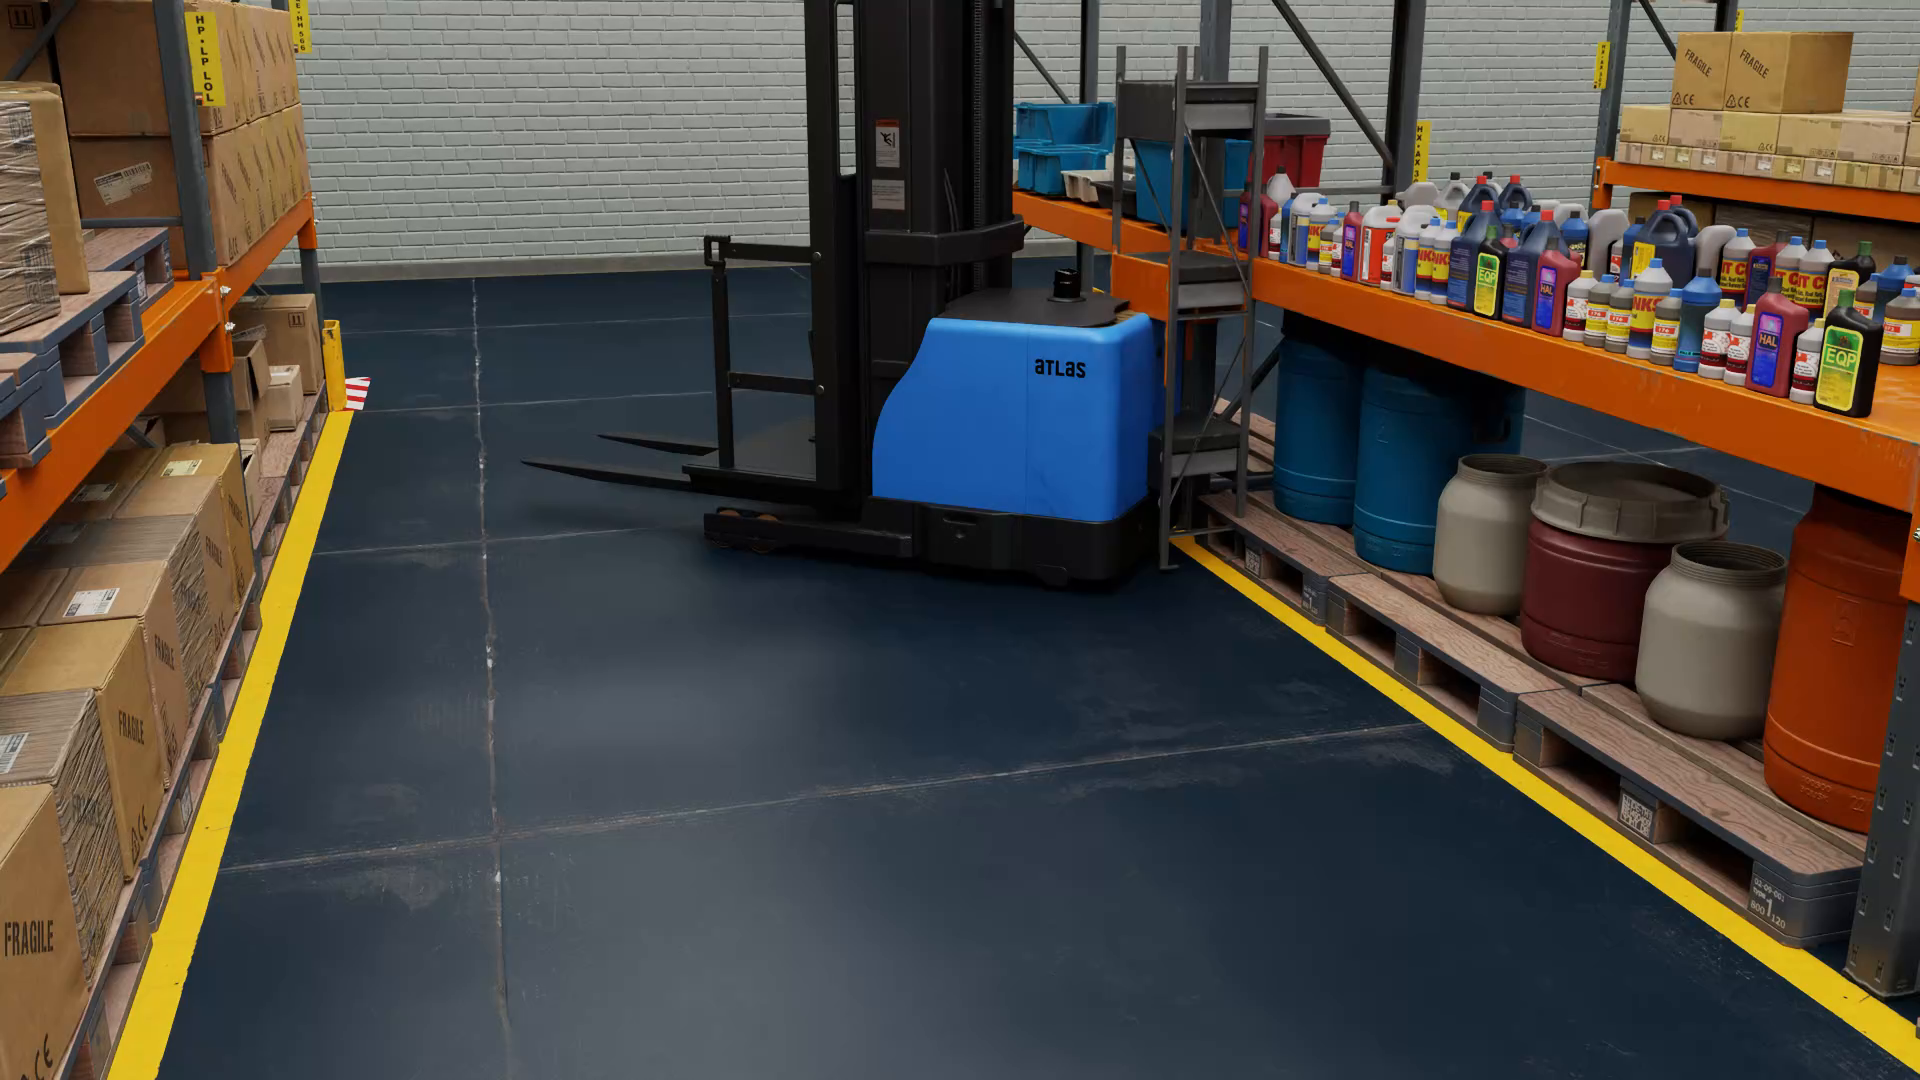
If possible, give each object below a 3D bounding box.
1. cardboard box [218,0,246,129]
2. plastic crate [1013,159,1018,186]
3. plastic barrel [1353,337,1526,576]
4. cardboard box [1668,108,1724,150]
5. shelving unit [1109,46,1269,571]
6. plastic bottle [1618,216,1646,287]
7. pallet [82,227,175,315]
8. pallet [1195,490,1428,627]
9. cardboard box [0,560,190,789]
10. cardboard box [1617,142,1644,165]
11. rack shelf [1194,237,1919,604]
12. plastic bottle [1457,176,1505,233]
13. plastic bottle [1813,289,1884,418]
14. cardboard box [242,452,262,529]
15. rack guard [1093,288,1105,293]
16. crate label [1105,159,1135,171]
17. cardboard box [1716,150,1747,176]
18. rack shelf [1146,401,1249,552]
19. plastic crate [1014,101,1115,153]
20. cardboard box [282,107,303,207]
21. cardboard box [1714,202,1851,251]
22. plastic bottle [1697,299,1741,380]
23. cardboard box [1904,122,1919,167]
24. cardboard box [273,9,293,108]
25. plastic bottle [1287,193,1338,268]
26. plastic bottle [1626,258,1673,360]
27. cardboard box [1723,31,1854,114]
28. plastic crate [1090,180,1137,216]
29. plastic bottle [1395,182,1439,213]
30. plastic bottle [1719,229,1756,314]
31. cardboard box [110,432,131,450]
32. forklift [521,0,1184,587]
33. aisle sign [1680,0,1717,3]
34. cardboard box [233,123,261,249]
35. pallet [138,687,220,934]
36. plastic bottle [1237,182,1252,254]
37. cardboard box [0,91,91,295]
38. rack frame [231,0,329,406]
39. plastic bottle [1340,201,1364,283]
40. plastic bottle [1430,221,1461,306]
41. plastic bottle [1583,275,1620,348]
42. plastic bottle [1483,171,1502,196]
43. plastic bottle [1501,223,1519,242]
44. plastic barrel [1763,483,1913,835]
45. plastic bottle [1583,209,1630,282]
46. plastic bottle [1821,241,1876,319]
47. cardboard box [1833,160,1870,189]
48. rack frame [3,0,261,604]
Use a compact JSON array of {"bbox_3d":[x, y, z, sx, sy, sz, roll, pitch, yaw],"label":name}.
[{"bbox_3d":[-3.253,-1.955,6.835,0.500,0.500,0.500,-5,18,-17],"label":"cardboard box"},{"bbox_3d":[0.359,-2.155,9.767,0.250,0.136,0.298,-5,17,-15],"label":"plastic crate"},{"bbox_3d":[1.839,-0.372,6.394,0.600,0.901,0.708,-5,17,-15],"label":"plastic barrel"},{"bbox_3d":[5.196,-2.795,11.286,0.500,0.250,0.500,-5,17,-16],"label":"cardboard box"},{"bbox_3d":[0.923,-0.967,6.940,0.431,2.100,0.503,-7,18,-22],"label":"shelving unit"},{"bbox_3d":[2.307,-0.965,5.674,0.097,0.271,0.097,0,17,0],"label":"plastic bottle"},{"bbox_3d":[-3.137,-0.811,5.273,1.003,0.211,1.213,-5,17,-15],"label":"pallet"},{"bbox_3d":[1.684,0.029,6.990,1.003,0.211,1.213,-5,17,-15],"label":"pallet"},{"bbox_3d":[-2.434,0.384,4.540,0.500,0.500,0.500,-5,18,-17],"label":"cardboard box"},{"bbox_3d":[4.955,-2.777,11.920,0.380,0.149,0.250,-4,17,-15],"label":"cardboard box"},{"bbox_3d":[2.061,-0.626,5.572,1.077,0.370,4.000,-5,17,-15],"label":"rack shelf"},{"bbox_3d":[1.991,-1.209,6.349,0.144,0.351,0.185,-5,17,-15],"label":"plastic bottle"},{"bbox_3d":[2.090,-0.439,3.904,0.061,0.283,0.133,-5,17,-15],"label":"plastic bottle"},{"bbox_3d":[-3.159,-0.189,6.777,0.500,0.311,0.500,-5,17,-15],"label":"cardboard box"},{"bbox_3d":[0.393,-1.439,11.372,1.175,0.500,0.348,-5,17,-15],"label":"rack guard"},{"bbox_3d":[0.976,-2.165,9.799,0.396,0.136,0.243,-5,17,-15],"label":"crate label"},{"bbox_3d":[5.239,-2.493,10.974,0.380,0.149,0.250,-5,17,-16],"label":"cardboard box"},{"bbox_3d":[0.922,-0.283,7.143,0.431,0.518,0.480,-7,18,-22],"label":"rack shelf"},{"bbox_3d":[0.684,-2.598,10.721,0.616,0.435,0.499,-5,17,-15],"label":"plastic crate"},{"bbox_3d":[-3.821,-2.042,8.861,0.500,0.500,0.500,-5,17,-15],"label":"cardboard box"},{"bbox_3d":[5.678,-1.783,11.136,0.875,0.875,0.875,-5,17,-15],"label":"cardboard box"},{"bbox_3d":[1.985,-0.524,4.329,0.097,0.201,0.097,0,17,0],"label":"plastic bottle"},{"bbox_3d":[5.756,-2.230,9.406,0.500,0.250,0.500,-4,17,-14],"label":"cardboard box"},{"bbox_3d":[-3.825,-2.525,8.733,0.500,0.500,0.500,-4,17,-14],"label":"cardboard box"},{"bbox_3d":[1.373,-1.205,6.465,0.152,0.276,0.135,-5,17,-15],"label":"plastic bottle"},{"bbox_3d":[1.905,-0.639,4.588,0.097,0.271,0.097,0,17,0],"label":"plastic bottle"},{"bbox_3d":[5.333,-3.016,10.719,0.500,0.500,0.500,-5,17,-17],"label":"cardboard box"},{"bbox_3d":[0.946,-1.709,8.301,0.437,0.125,0.590,-5,17,-15],"label":"plastic crate"},{"bbox_3d":[1.931,-1.381,7.050,0.152,0.276,0.135,-5,17,-15],"label":"plastic bottle"},{"bbox_3d":[2.480,-0.855,5.306,0.097,0.271,0.097,0,17,0],"label":"plastic bottle"},{"bbox_3d":[-3.681,-0.282,6.756,0.500,0.500,0.500,-5,17,-15],"label":"cardboard box"},{"bbox_3d":[-0.576,-1.477,7.274,3.031,2.935,1.130,7,18,23],"label":"forklift"},{"bbox_3d":[5.443,-4.310,12.069,0.394,0.787,0.004,-5,17,-15],"label":"aisle sign"},{"bbox_3d":[-3.274,-1.485,7.007,0.500,0.500,0.500,-4,17,-14],"label":"cardboard box"},{"bbox_3d":[-2.653,0.763,4.547,1.003,0.211,1.213,-5,17,-15],"label":"pallet"},{"bbox_3d":[1.202,-1.333,6.877,0.061,0.283,0.133,-5,17,-15],"label":"plastic bottle"},{"bbox_3d":[-2.707,-0.898,4.325,0.700,0.500,0.500,-10,19,-29],"label":"cardboard box"},{"bbox_3d":[-4.351,-2.239,9.693,1.000,3.000,0.127,-5,17,-15],"label":"rack frame"},{"bbox_3d":[1.446,-1.087,6.059,0.061,0.283,0.133,-5,17,-15],"label":"plastic bottle"},{"bbox_3d":[1.623,-0.922,5.532,0.097,0.271,0.097,0,17,0],"label":"plastic bottle"},{"bbox_3d":[1.851,-0.659,4.777,0.097,0.201,0.097,0,17,0],"label":"plastic bottle"},{"bbox_3d":[2.079,-1.272,6.557,0.144,0.351,0.185,-5,17,-15],"label":"plastic bottle"},{"bbox_3d":[1.788,-0.907,5.481,0.097,0.271,0.097,0,17,0],"label":"plastic bottle"},{"bbox_3d":[2.460,0.287,4.325,0.600,0.830,0.708,-5,17,-15],"label":"plastic barrel"},{"bbox_3d":[2.270,-1.039,5.912,0.152,0.276,0.135,-5,17,-15],"label":"plastic bottle"},{"bbox_3d":[2.619,-0.739,4.901,0.061,0.283,0.133,-5,17,-15],"label":"plastic bottle"},{"bbox_3d":[5.522,-2.209,10.028,0.380,0.149,0.250,-5,17,-16],"label":"cardboard box"},{"bbox_3d":[-3.252,-1.133,6.010,1.000,3.000,0.127,-5,17,-15],"label":"rack frame"}]
